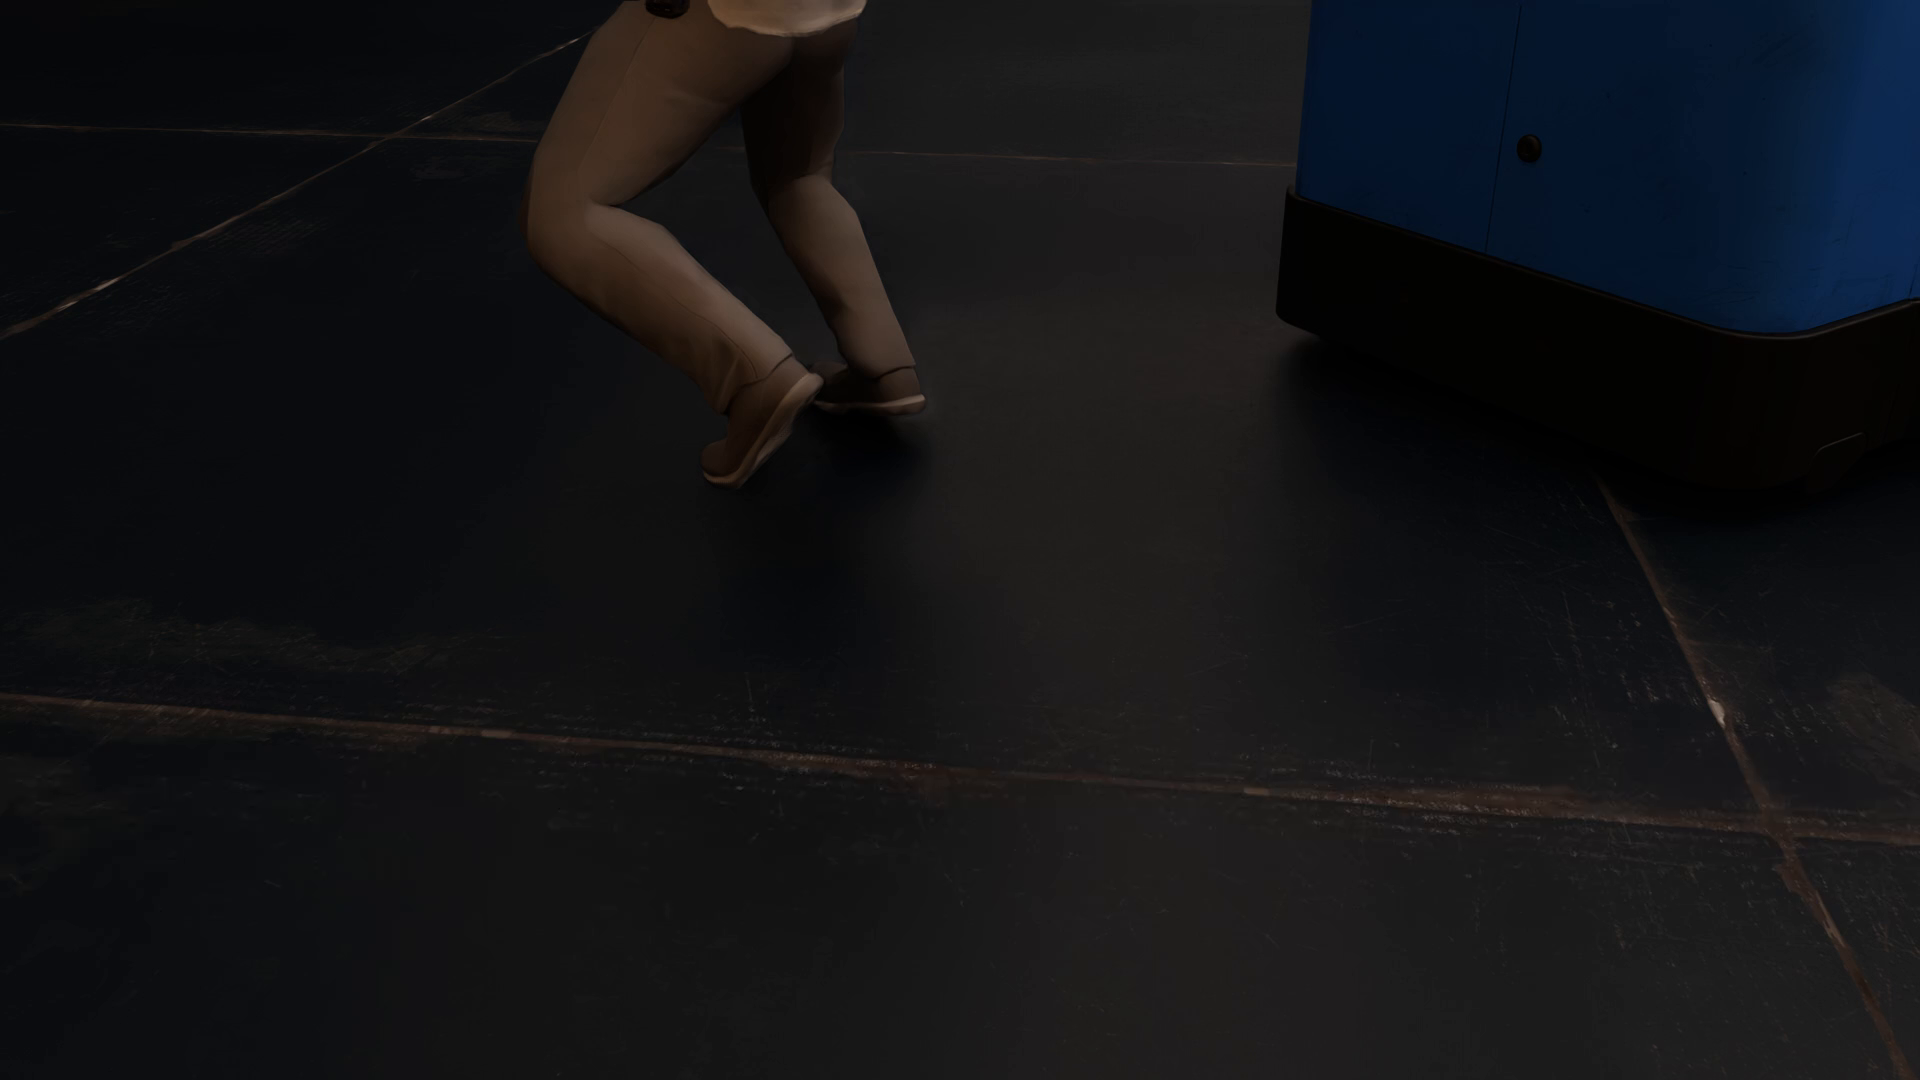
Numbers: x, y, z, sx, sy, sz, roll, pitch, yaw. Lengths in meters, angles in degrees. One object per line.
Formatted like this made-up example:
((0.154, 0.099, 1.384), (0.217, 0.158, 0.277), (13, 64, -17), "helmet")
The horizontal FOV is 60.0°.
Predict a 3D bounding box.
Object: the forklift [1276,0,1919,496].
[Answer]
((2.125, -1.868, 2.961), (3.031, 2.935, 1.130), (-16, 31, -29), "forklift")

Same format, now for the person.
((-0.163, -0.907, 2.532), (0.684, 1.575, 0.952), (15, 30, 28), "person")
